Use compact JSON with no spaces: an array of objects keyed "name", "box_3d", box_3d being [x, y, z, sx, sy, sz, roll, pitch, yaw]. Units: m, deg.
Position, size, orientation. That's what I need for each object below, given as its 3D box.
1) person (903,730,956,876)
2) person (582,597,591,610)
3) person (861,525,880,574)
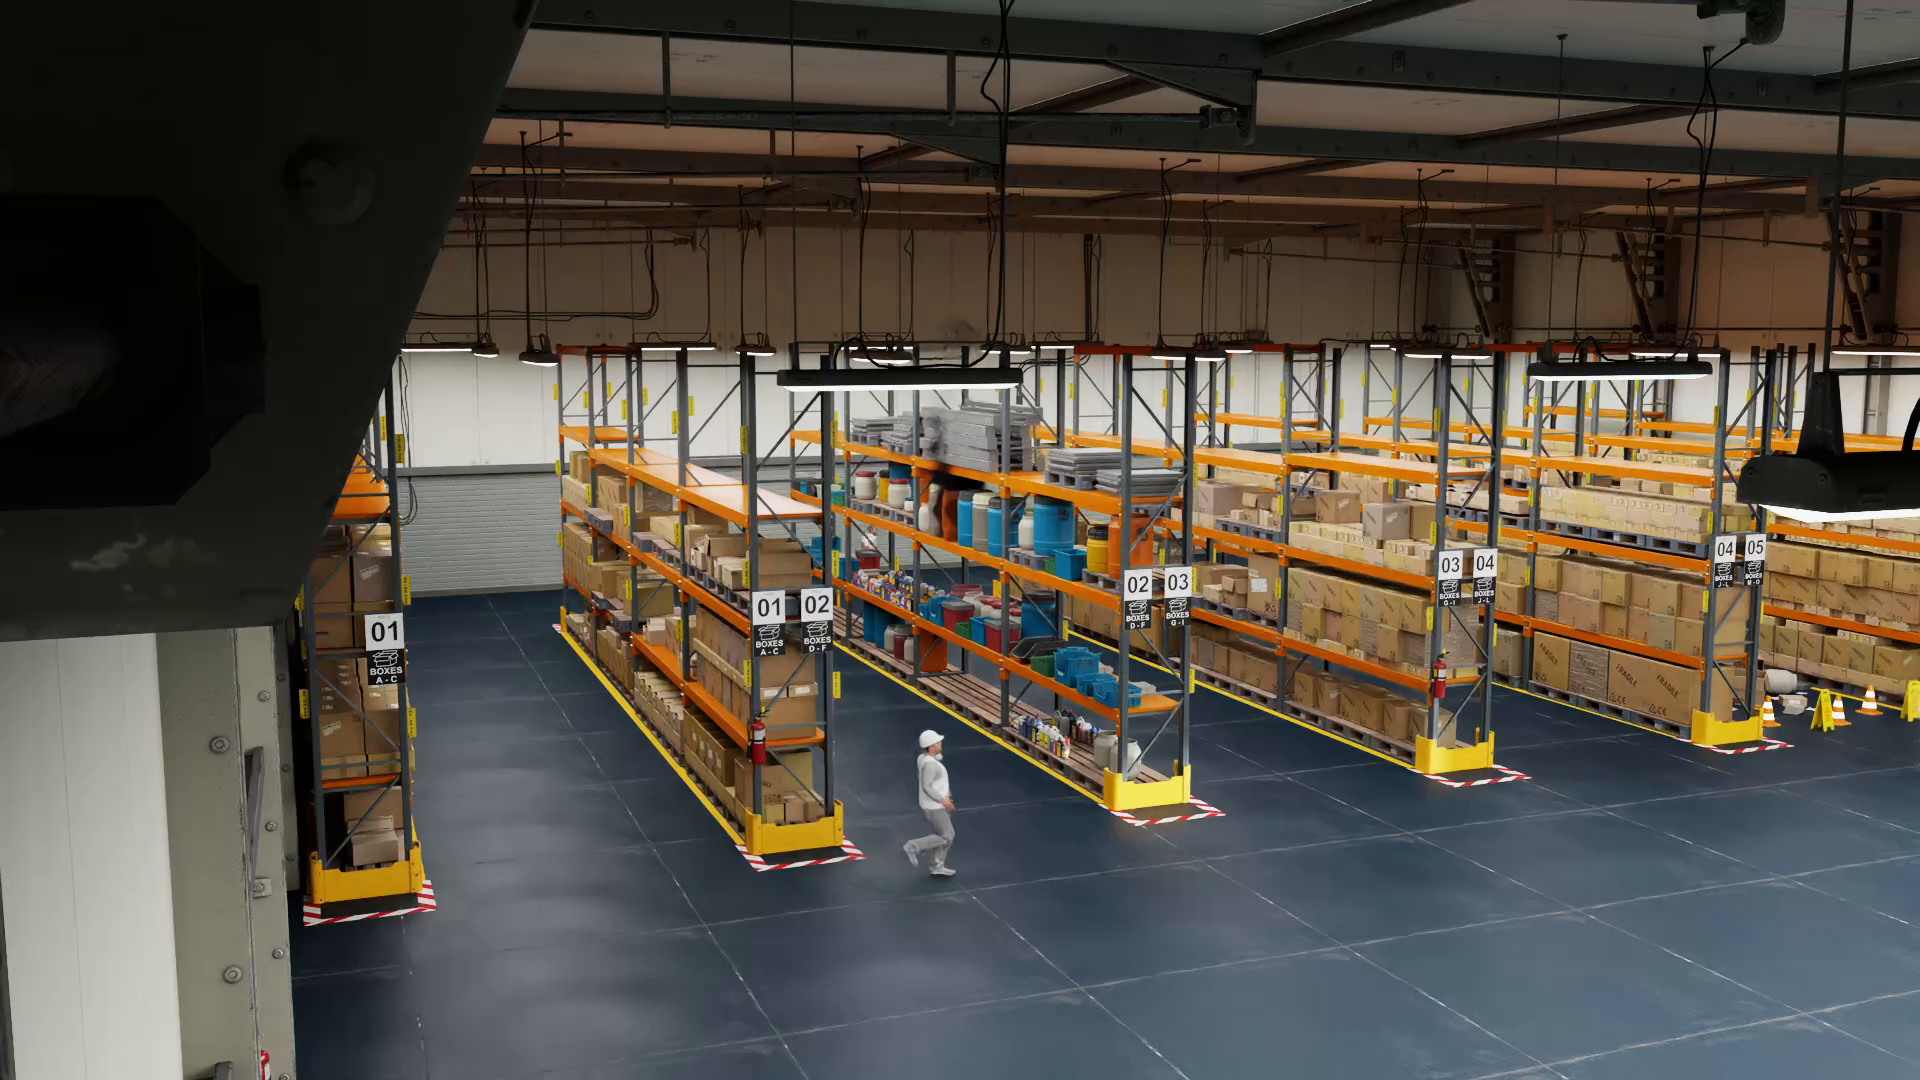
[{"name":"person","box_3d":[-0.357,3.049,19.236,0.624,1.734,0.666,-1,7,-6]},{"name":"person","box_3d":[-8.089,0.852,36.581,0.620,1.714,0.722,2,7,13]},{"name":"person","box_3d":[-2.168,0.484,39.281,0.943,1.777,0.686,0,7,-4]}]
